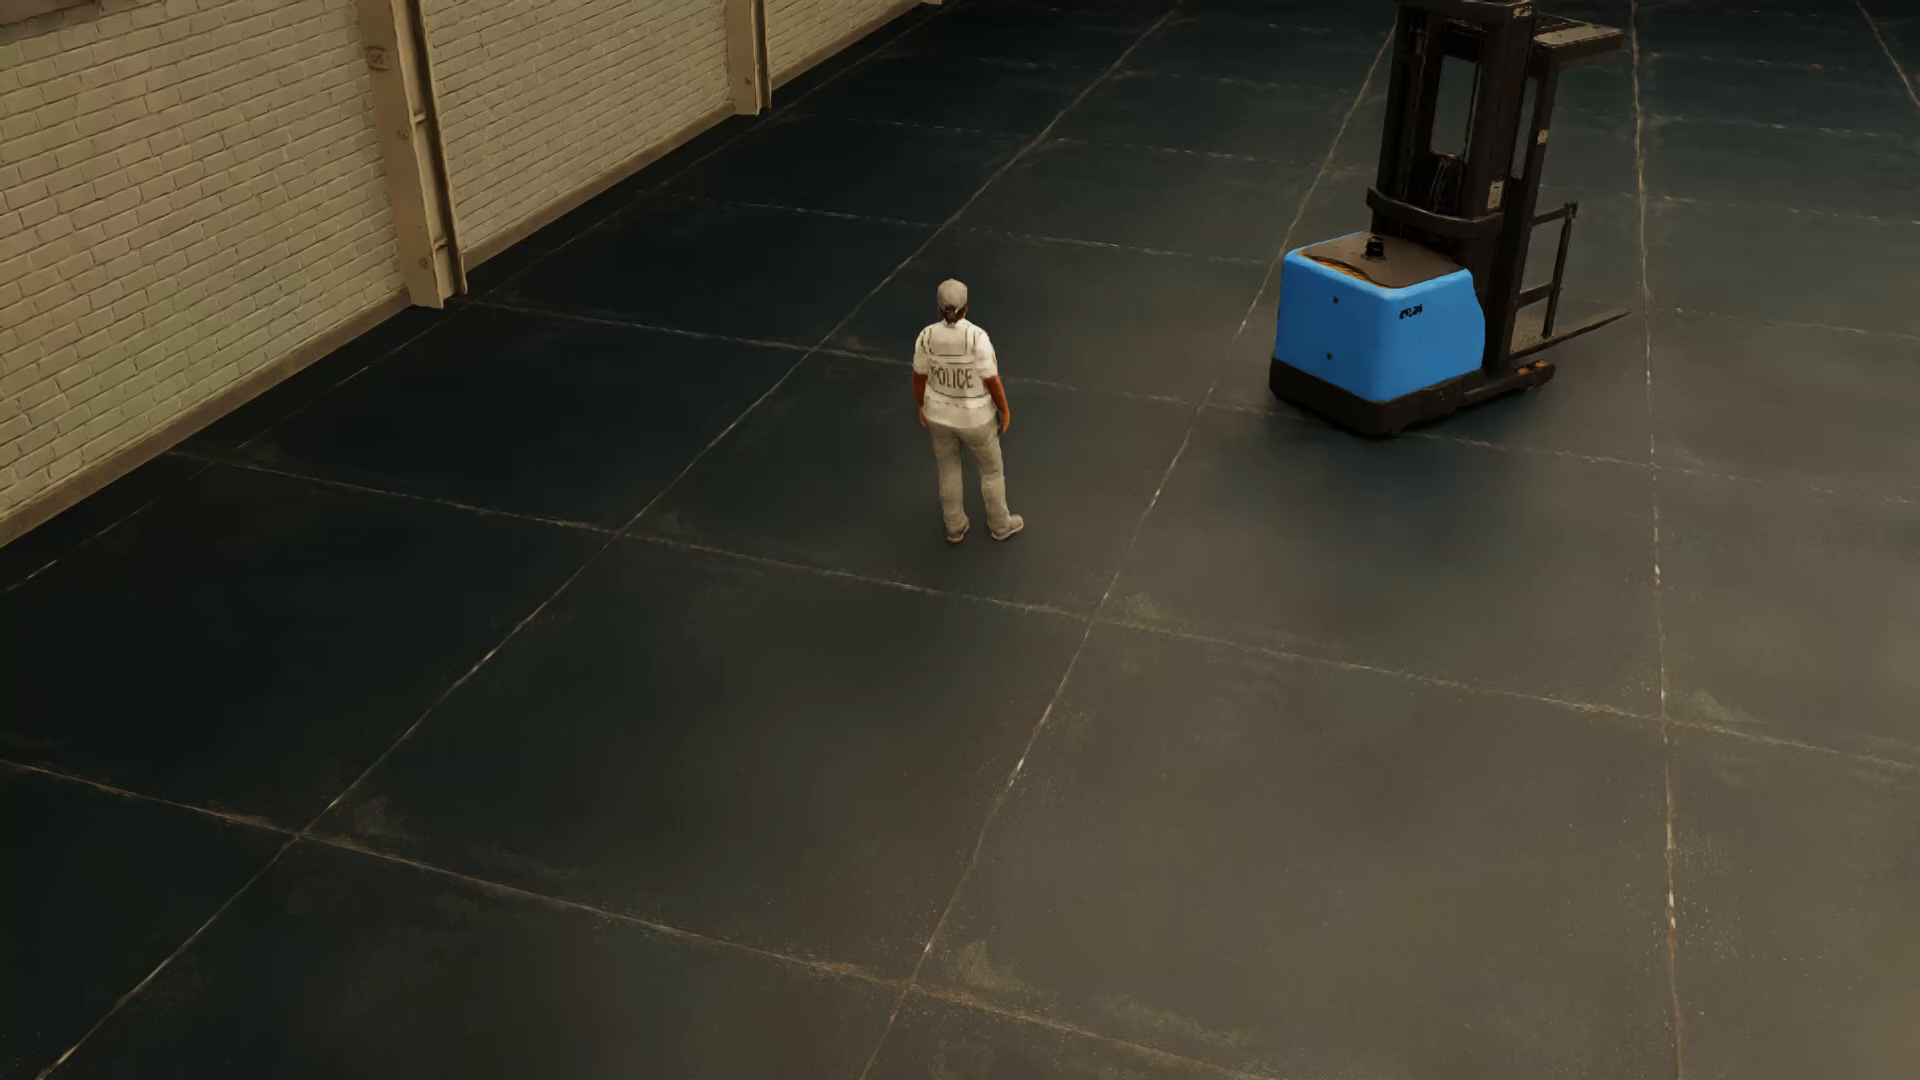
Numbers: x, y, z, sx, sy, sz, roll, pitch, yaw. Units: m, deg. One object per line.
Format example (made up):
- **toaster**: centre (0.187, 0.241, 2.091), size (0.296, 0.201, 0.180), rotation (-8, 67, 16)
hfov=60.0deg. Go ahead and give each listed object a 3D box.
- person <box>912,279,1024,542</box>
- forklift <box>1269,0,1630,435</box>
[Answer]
- **person**: centre (0.046, -0.763, 9.736), size (0.598, 1.669, 0.529), rotation (10, 31, 16)
- **forklift**: centre (3.705, -2.542, 11.595), size (3.031, 2.935, 1.130), rotation (-19, 35, -30)
